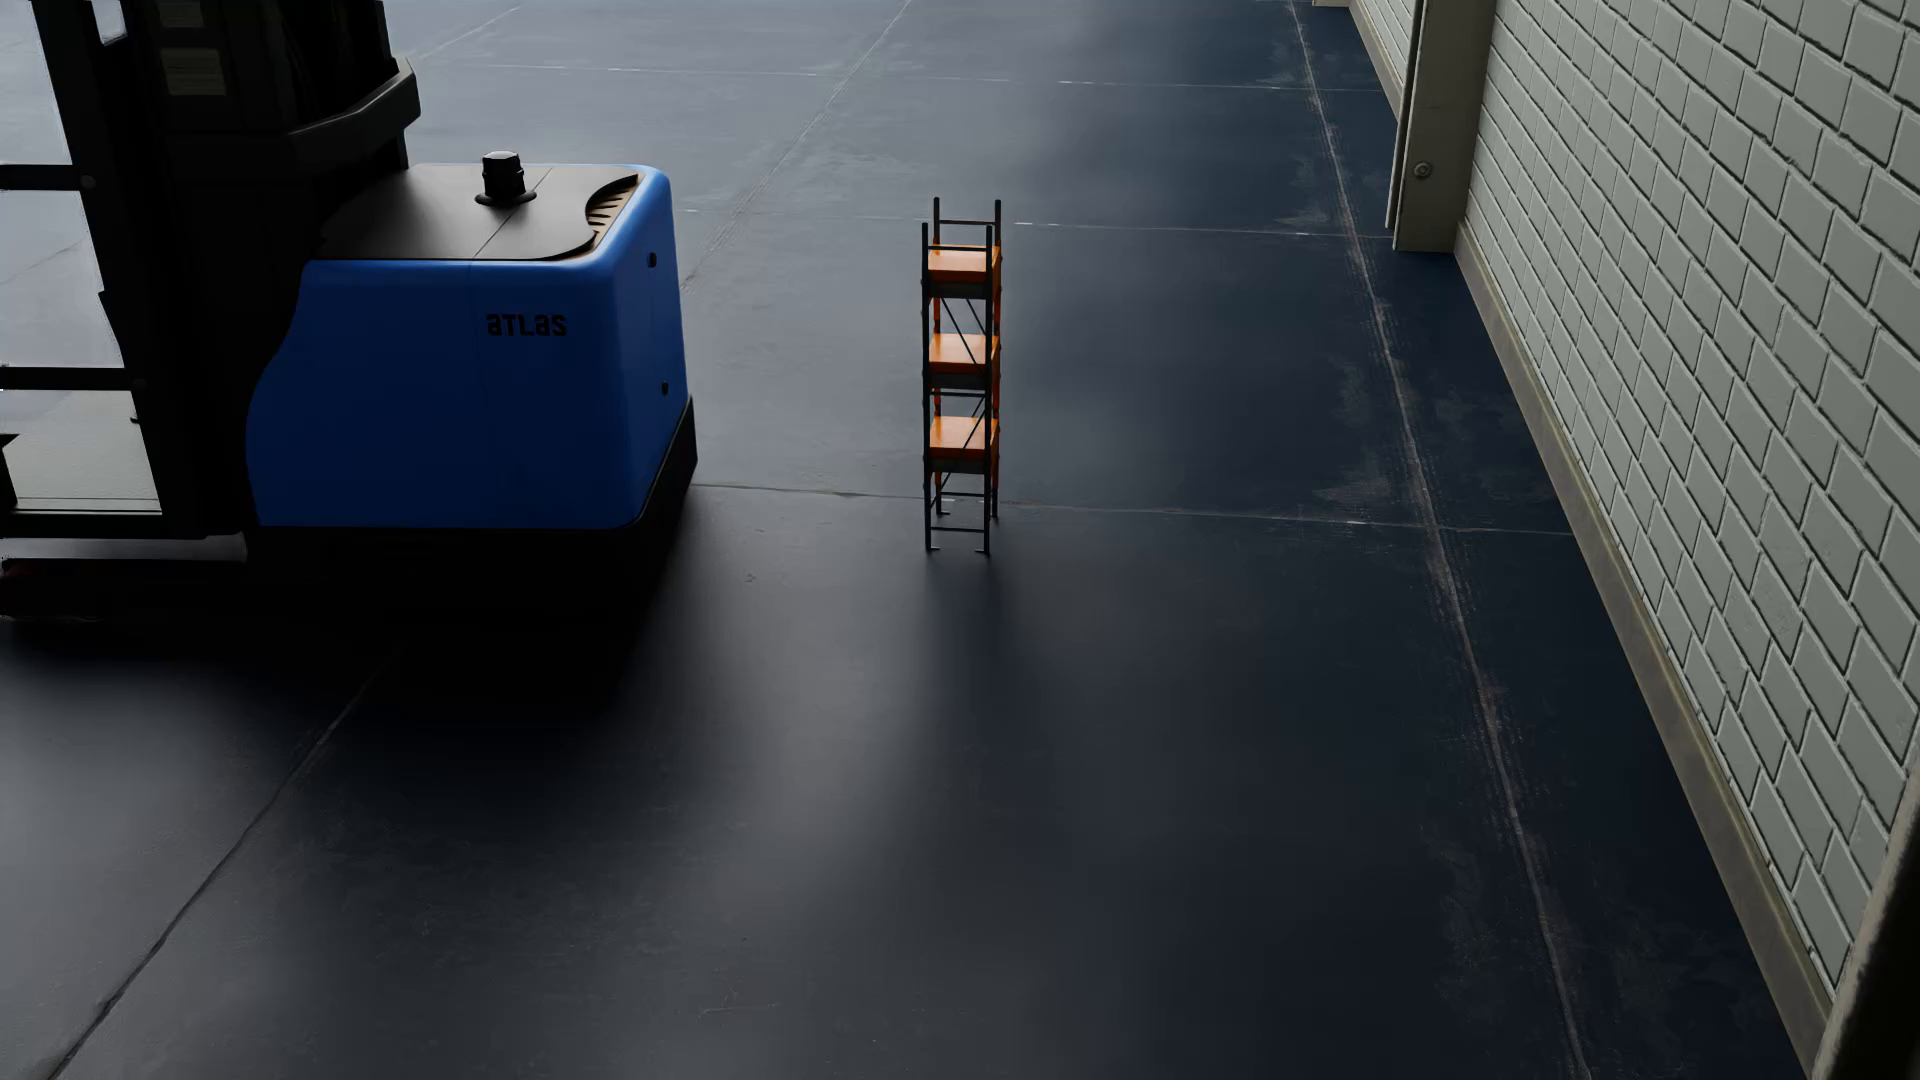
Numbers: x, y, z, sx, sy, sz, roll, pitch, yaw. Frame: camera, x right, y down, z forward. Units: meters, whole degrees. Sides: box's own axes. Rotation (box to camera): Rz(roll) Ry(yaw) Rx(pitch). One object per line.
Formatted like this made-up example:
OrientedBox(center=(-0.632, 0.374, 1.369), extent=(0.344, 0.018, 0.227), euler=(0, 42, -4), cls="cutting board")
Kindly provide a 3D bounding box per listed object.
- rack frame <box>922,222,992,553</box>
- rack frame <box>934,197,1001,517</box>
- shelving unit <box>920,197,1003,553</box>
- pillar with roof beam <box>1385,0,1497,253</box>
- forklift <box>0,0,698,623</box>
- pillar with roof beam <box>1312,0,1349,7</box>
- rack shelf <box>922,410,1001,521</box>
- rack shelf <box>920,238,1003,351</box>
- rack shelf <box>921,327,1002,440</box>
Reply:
OrientedBox(center=(-0.008, -0.430, 4.941), extent=(0.200, 1.050, 0.008), euler=(3, 28, 6), cls="rack frame")
OrientedBox(center=(0.021, -0.545, 5.154), extent=(0.200, 1.050, 0.008), euler=(3, 28, 6), cls="rack frame")
OrientedBox(center=(0.007, -0.487, 5.048), extent=(0.215, 1.050, 0.252), euler=(3, 28, 6), cls="shelving unit")
OrientedBox(center=(-2.071, -5.648, 6.246), extent=(9.100, 9.000, 0.400), euler=(3, 28, 6), cls="pillar with roof beam")
OrientedBox(center=(-2.405, -1.302, 4.576), extent=(3.031, 2.935, 1.130), euler=(1, 28, 1), cls="forklift")
OrientedBox(center=(-1.335, -8.472, 11.488), extent=(9.100, 9.000, 0.400), euler=(3, 28, 6), cls="pillar with roof beam")
OrientedBox(center=(0.007, -0.233, 5.185), extent=(0.215, 0.259, 0.240), euler=(3, 28, 6), cls="rack shelf")
OrientedBox(center=(0.006, -0.728, 4.918), extent=(0.215, 0.259, 0.240), euler=(3, 28, 6), cls="rack shelf")
OrientedBox(center=(0.007, -0.478, 5.053), extent=(0.215, 0.259, 0.240), euler=(3, 28, 6), cls="rack shelf")
